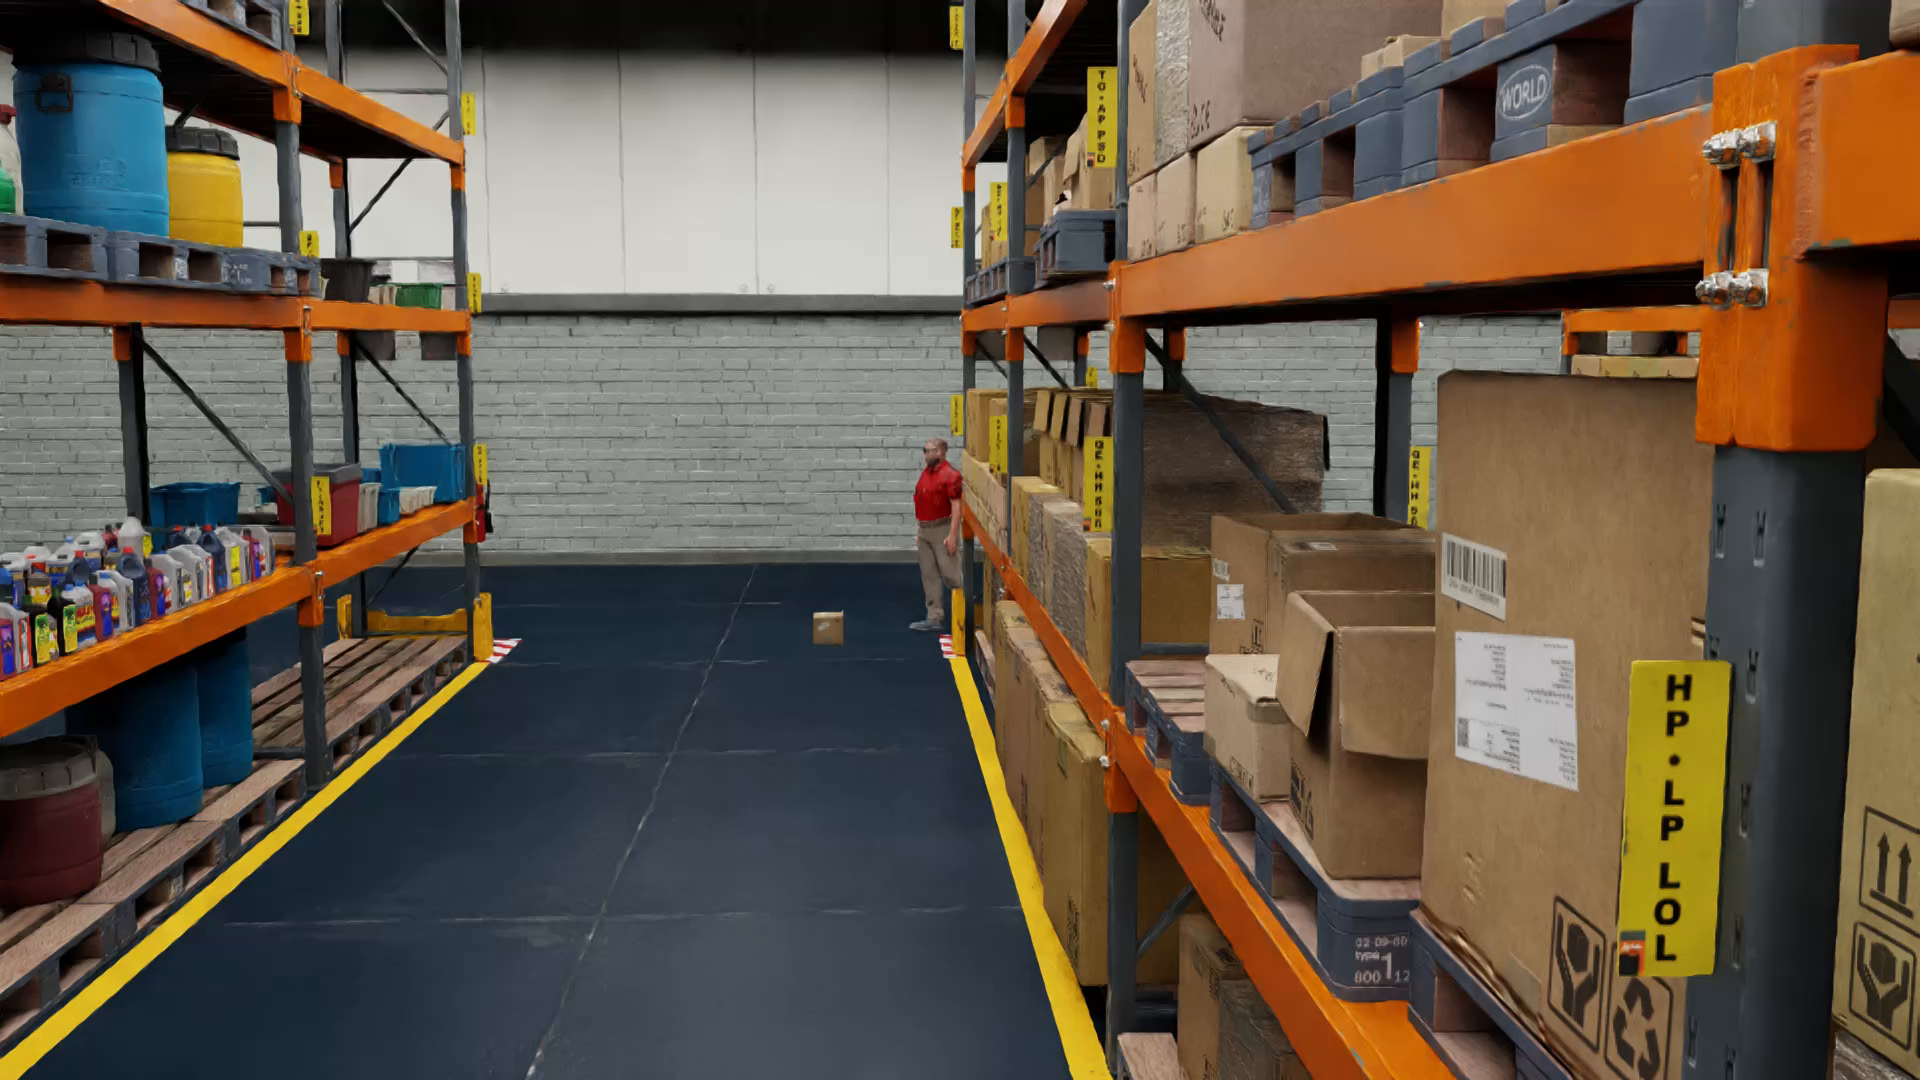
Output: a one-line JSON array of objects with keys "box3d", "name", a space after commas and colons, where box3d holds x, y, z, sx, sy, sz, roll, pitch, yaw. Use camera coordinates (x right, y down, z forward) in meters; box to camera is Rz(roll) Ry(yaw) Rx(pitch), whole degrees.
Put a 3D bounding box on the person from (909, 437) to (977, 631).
[{"box3d": [-0.139, -0.056, 14.754, 0.589, 1.721, 0.676, -5, 9, -37], "name": "person"}]
